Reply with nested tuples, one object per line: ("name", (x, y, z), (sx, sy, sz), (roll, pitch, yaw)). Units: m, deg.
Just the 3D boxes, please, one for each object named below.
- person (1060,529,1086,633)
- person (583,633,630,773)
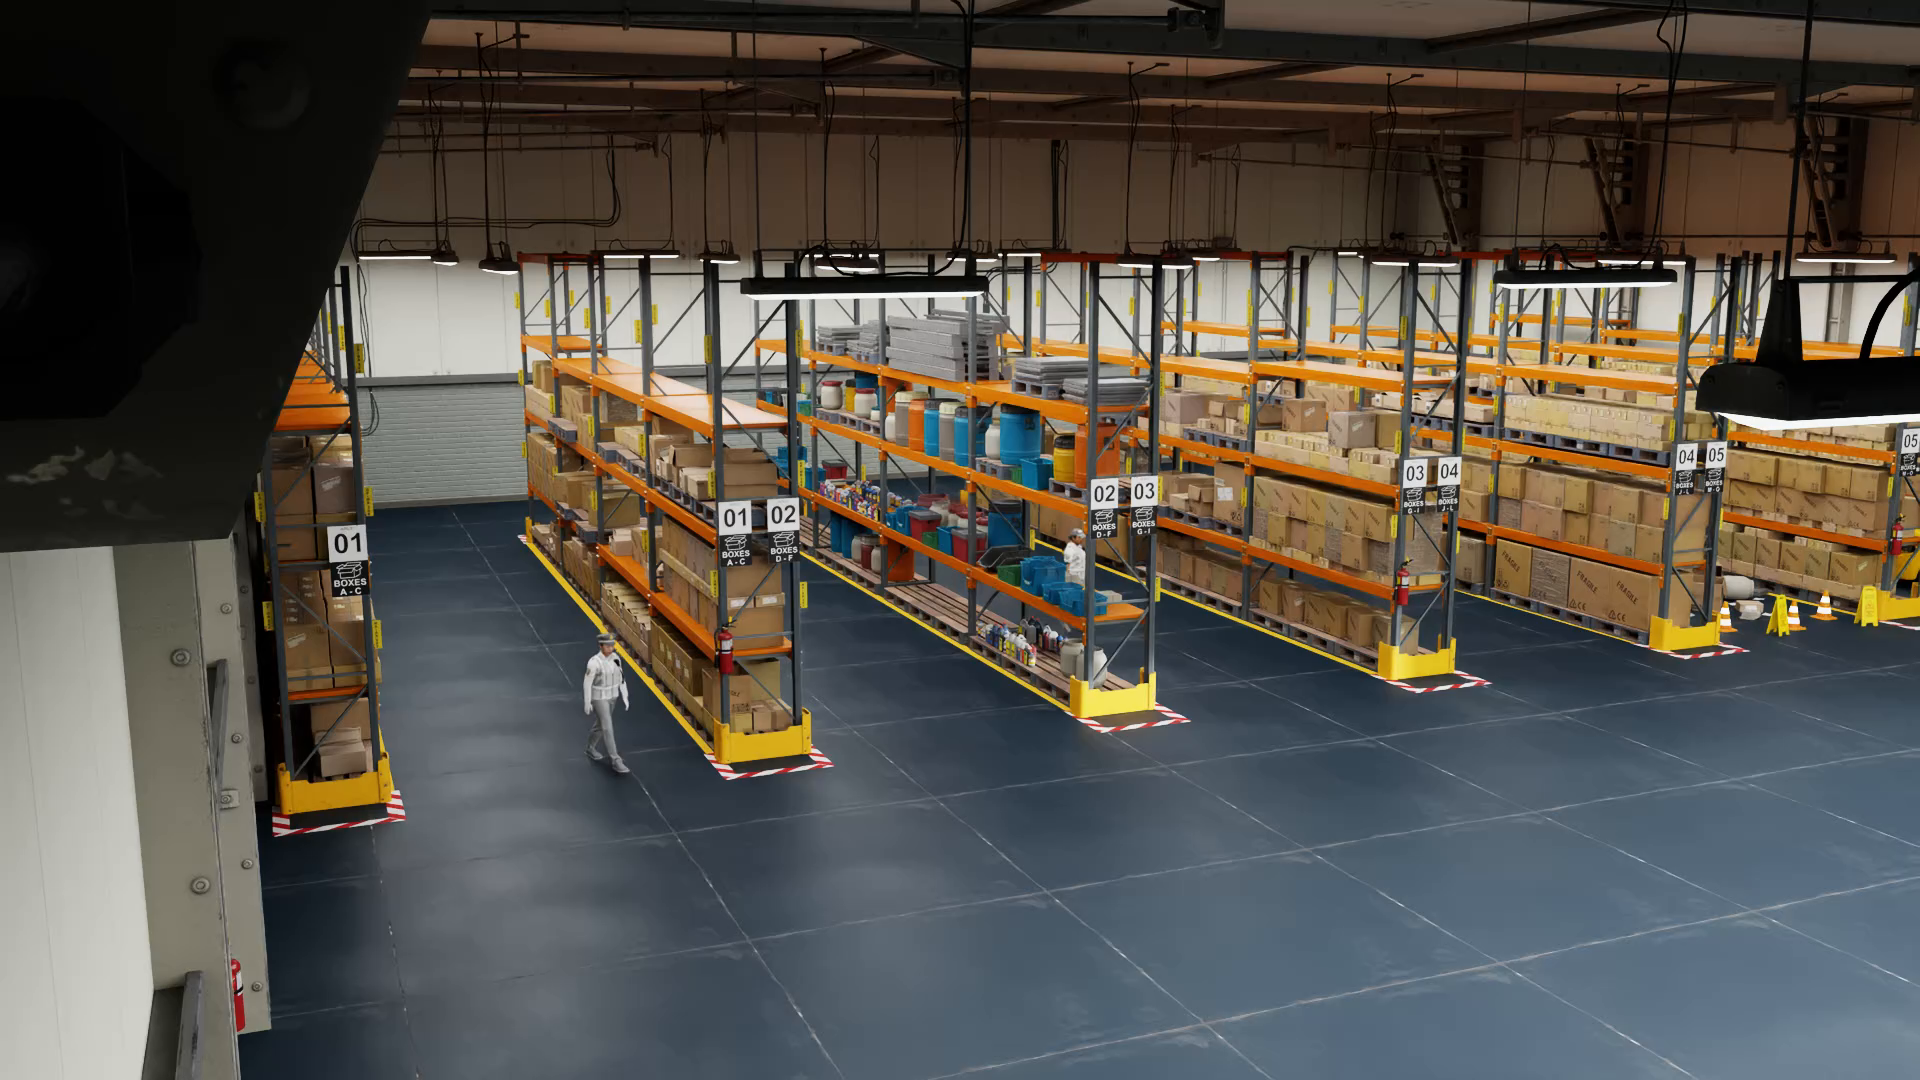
("person", (1.855, 0.646, 26.754), (0.436, 1.678, 0.530), (4, 11, 23))
("person", (-4.227, 1.909, 19.959), (0.952, 1.619, 0.492), (6, 12, 31))
